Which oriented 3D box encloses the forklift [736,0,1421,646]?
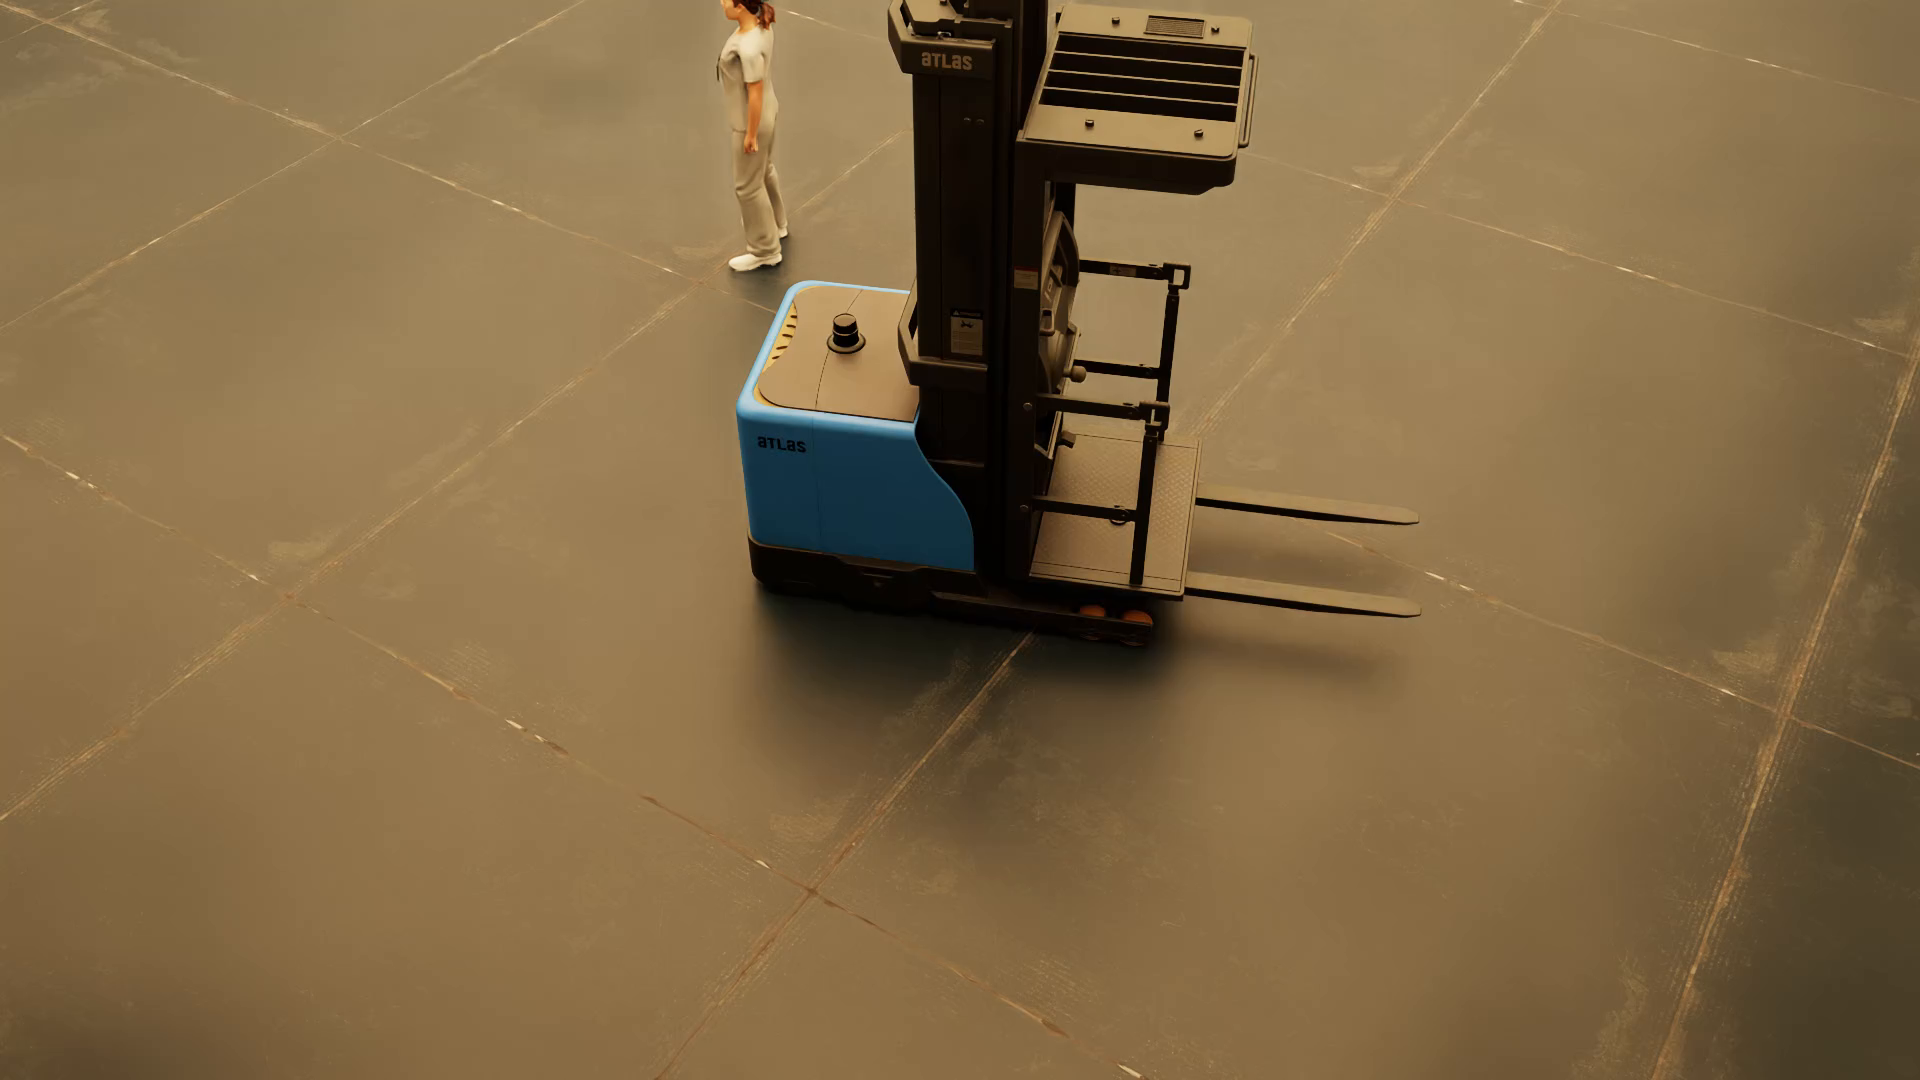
[{"bbox_3d":[0.598,-0.987,6.890,3.031,2.935,1.130,7,44,8],"label":"forklift"}]

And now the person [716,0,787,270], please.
[{"bbox_3d":[-1.145,-2.336,9.235,0.363,1.675,0.523,3,44,3],"label":"person"}]
